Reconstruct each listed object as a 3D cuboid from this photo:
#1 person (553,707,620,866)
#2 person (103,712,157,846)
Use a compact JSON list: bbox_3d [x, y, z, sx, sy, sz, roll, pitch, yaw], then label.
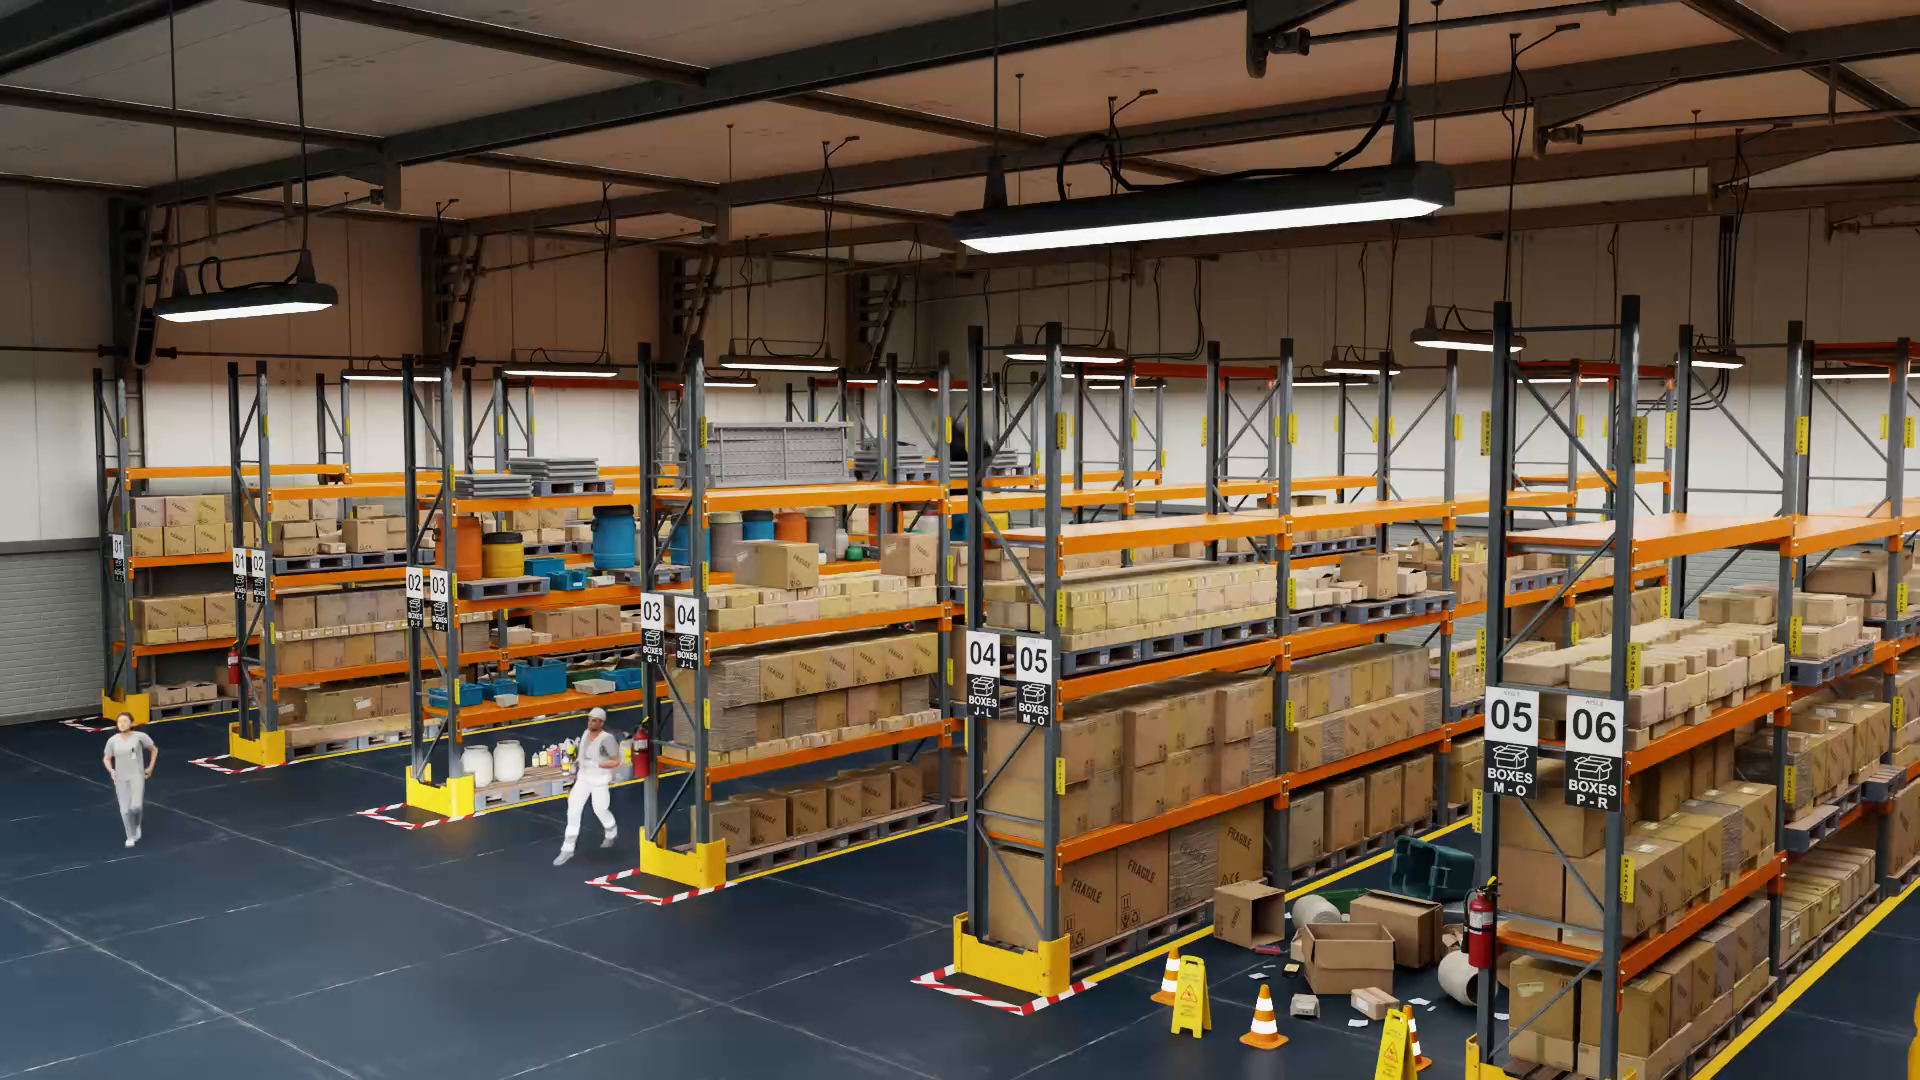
[{"bbox_3d":[-4.231,2.826,19.342,0.700,1.789,0.980,2,5,28],"label":"person"},{"bbox_3d":[-9.986,2.883,19.992,0.577,1.629,0.512,-1,4,-17],"label":"person"}]
